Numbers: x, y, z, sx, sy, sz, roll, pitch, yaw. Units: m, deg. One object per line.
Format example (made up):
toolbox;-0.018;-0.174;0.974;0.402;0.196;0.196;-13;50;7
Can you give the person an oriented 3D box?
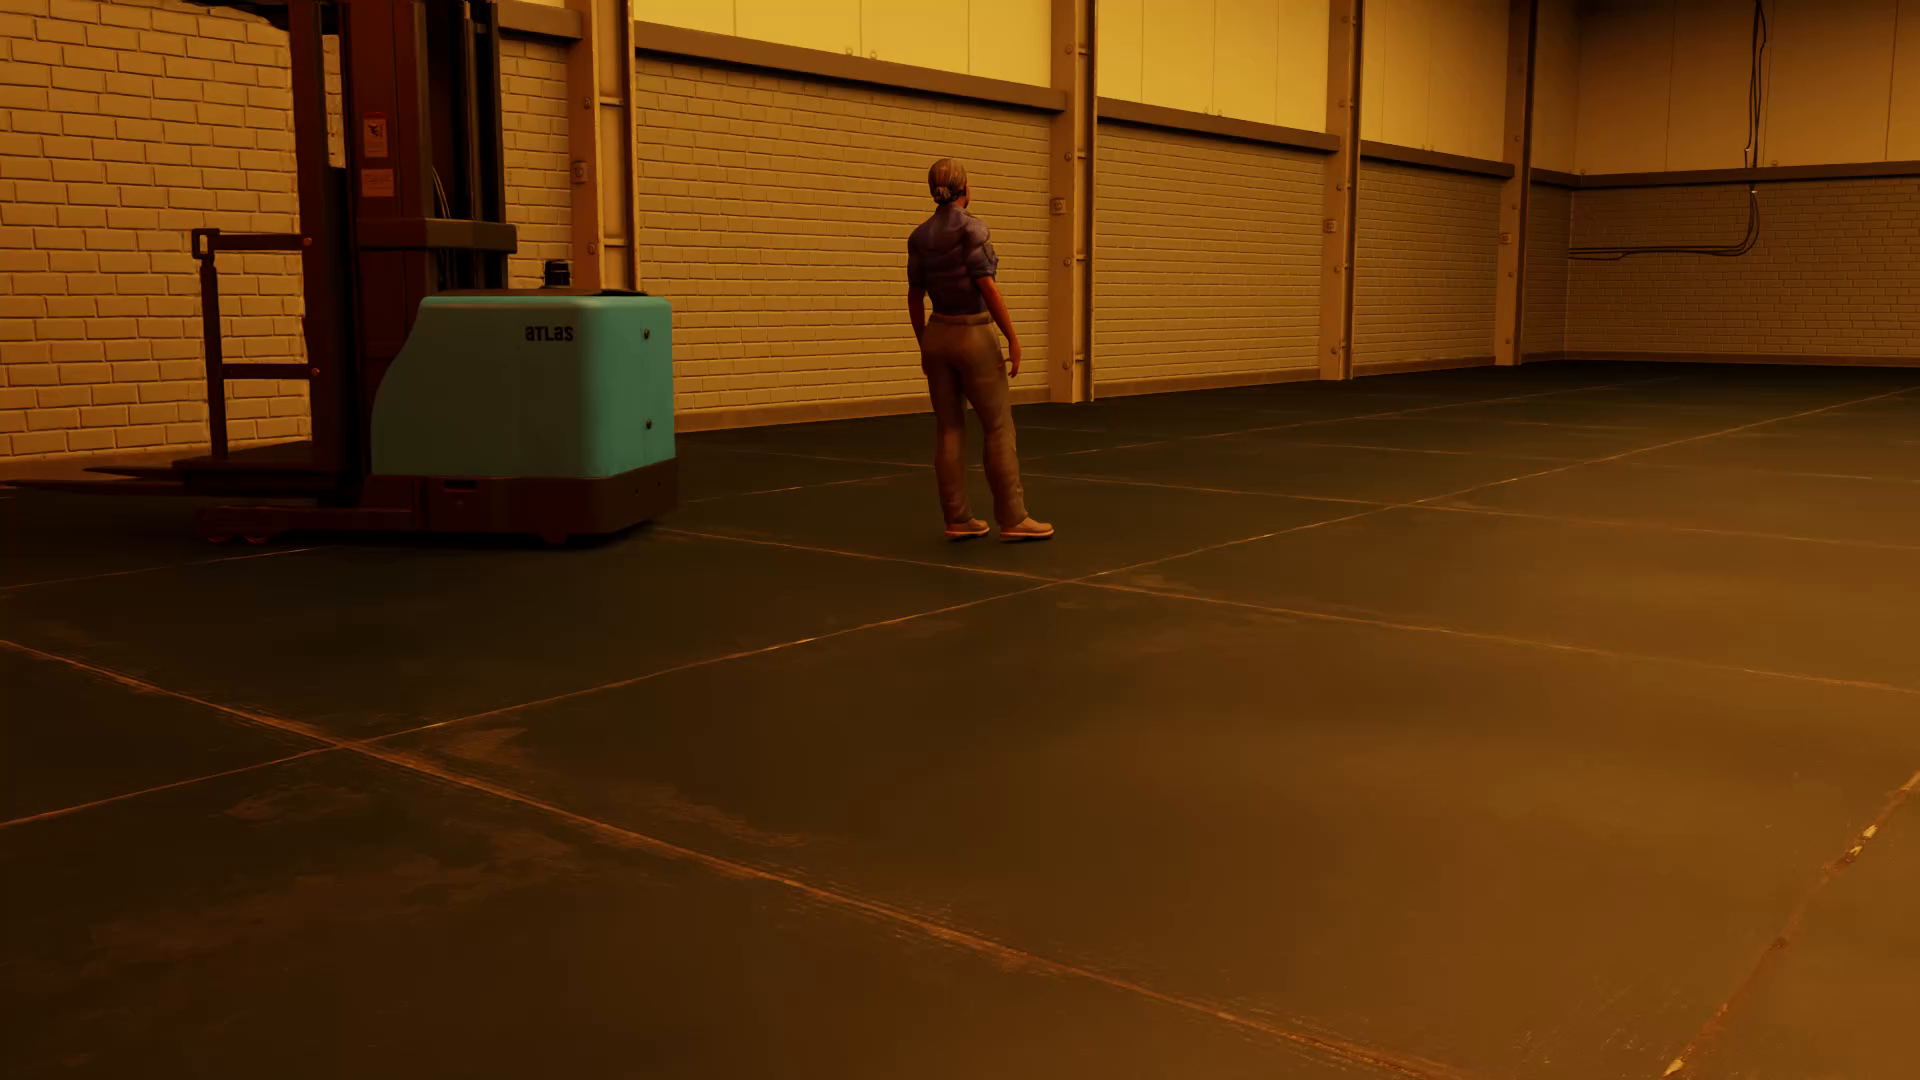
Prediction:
person;0.071;-0.834;7.339;0.569;1.655;0.504;7;11;38

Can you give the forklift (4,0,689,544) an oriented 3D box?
forklift;-2.862;-1.507;7.580;3.031;2.935;1.130;1;8;9
